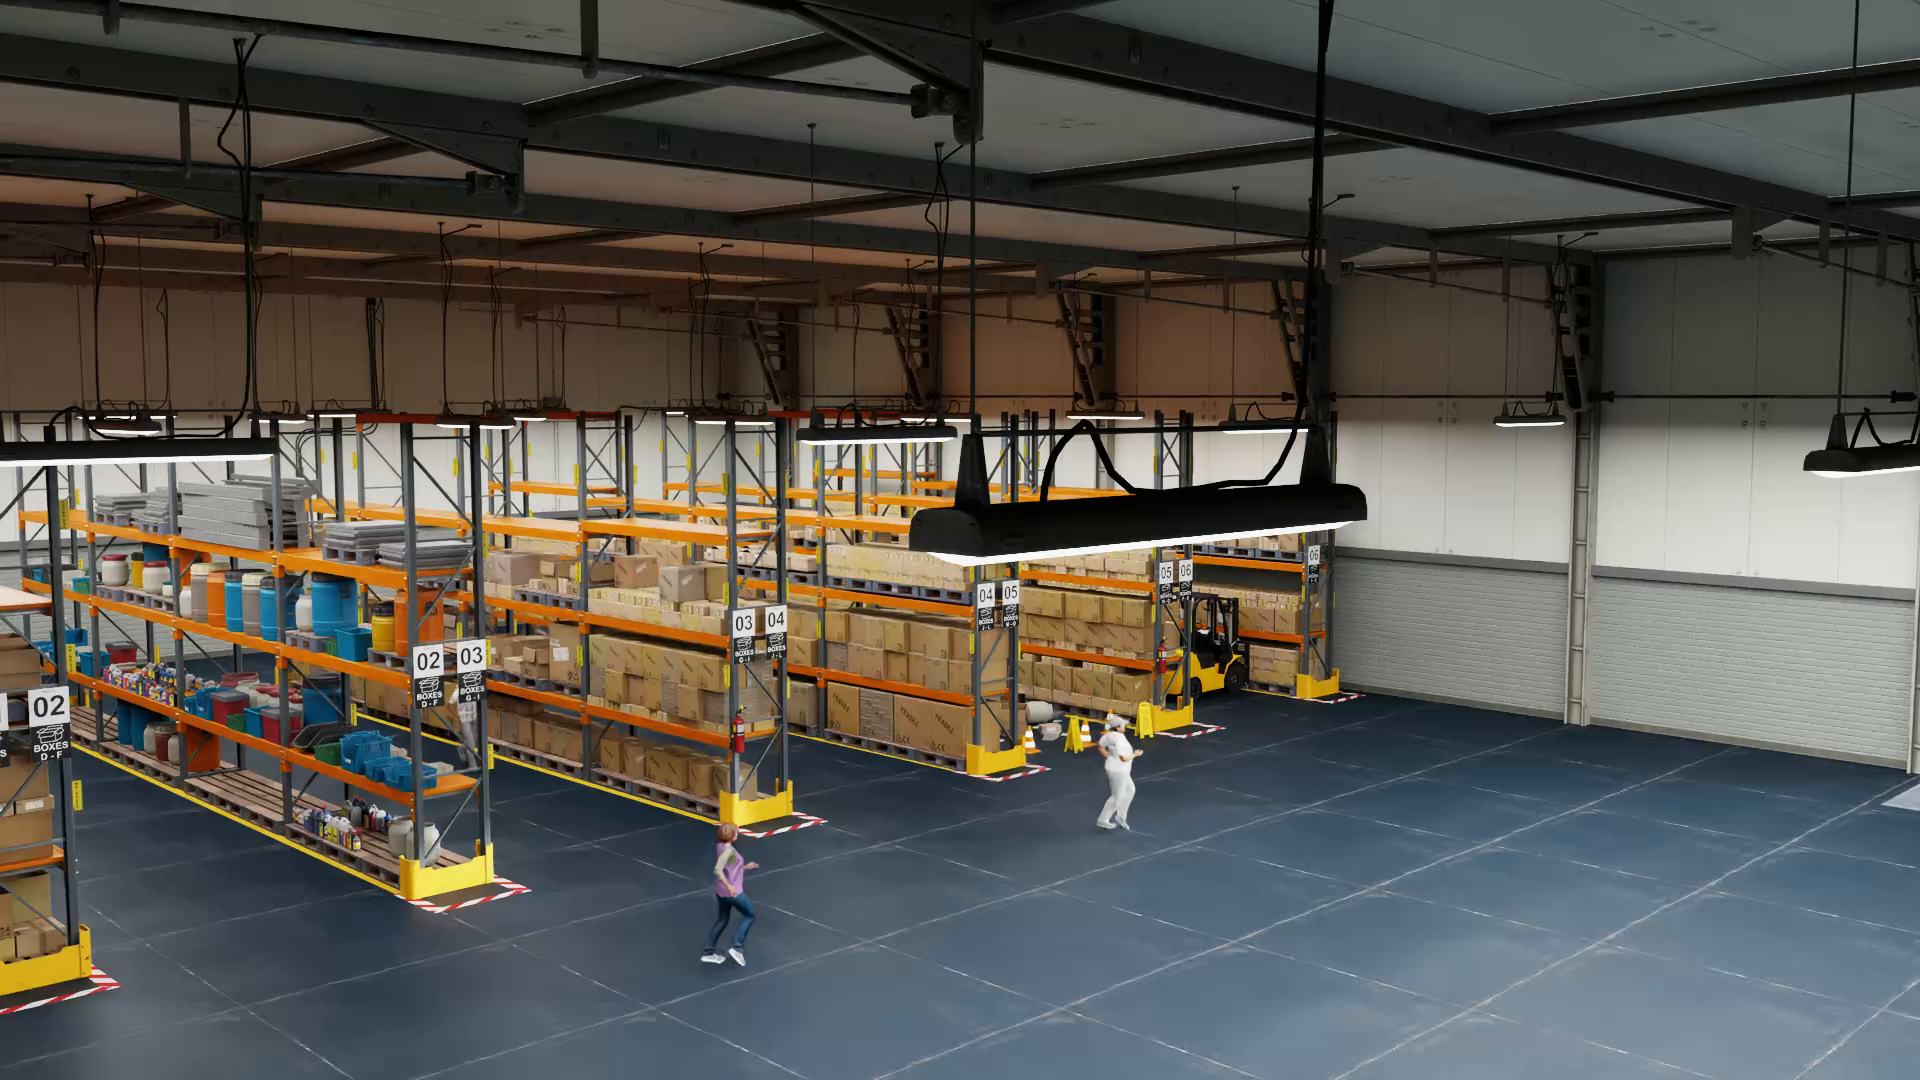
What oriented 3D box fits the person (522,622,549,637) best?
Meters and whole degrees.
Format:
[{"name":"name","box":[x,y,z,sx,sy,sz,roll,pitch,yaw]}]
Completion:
[{"name":"person","box":[-10.532,1.931,40.886,0.967,1.692,0.734,0,5,5]}]

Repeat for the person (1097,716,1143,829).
[{"name":"person","box":[2.313,3.412,24.204,0.680,1.714,0.582,-1,5,-7]}]

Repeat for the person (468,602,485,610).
[{"name":"person","box":[-11.660,2.026,40.141,0.679,1.763,0.702,3,6,27]}]

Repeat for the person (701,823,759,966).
[{"name":"person","box":[-2.540,3.932,18.431,0.672,1.617,0.503,-3,6,-29]}]

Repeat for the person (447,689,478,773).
[{"name":"person","box":[-8.332,3.050,28.114,0.851,1.669,0.588,4,7,41]}]
